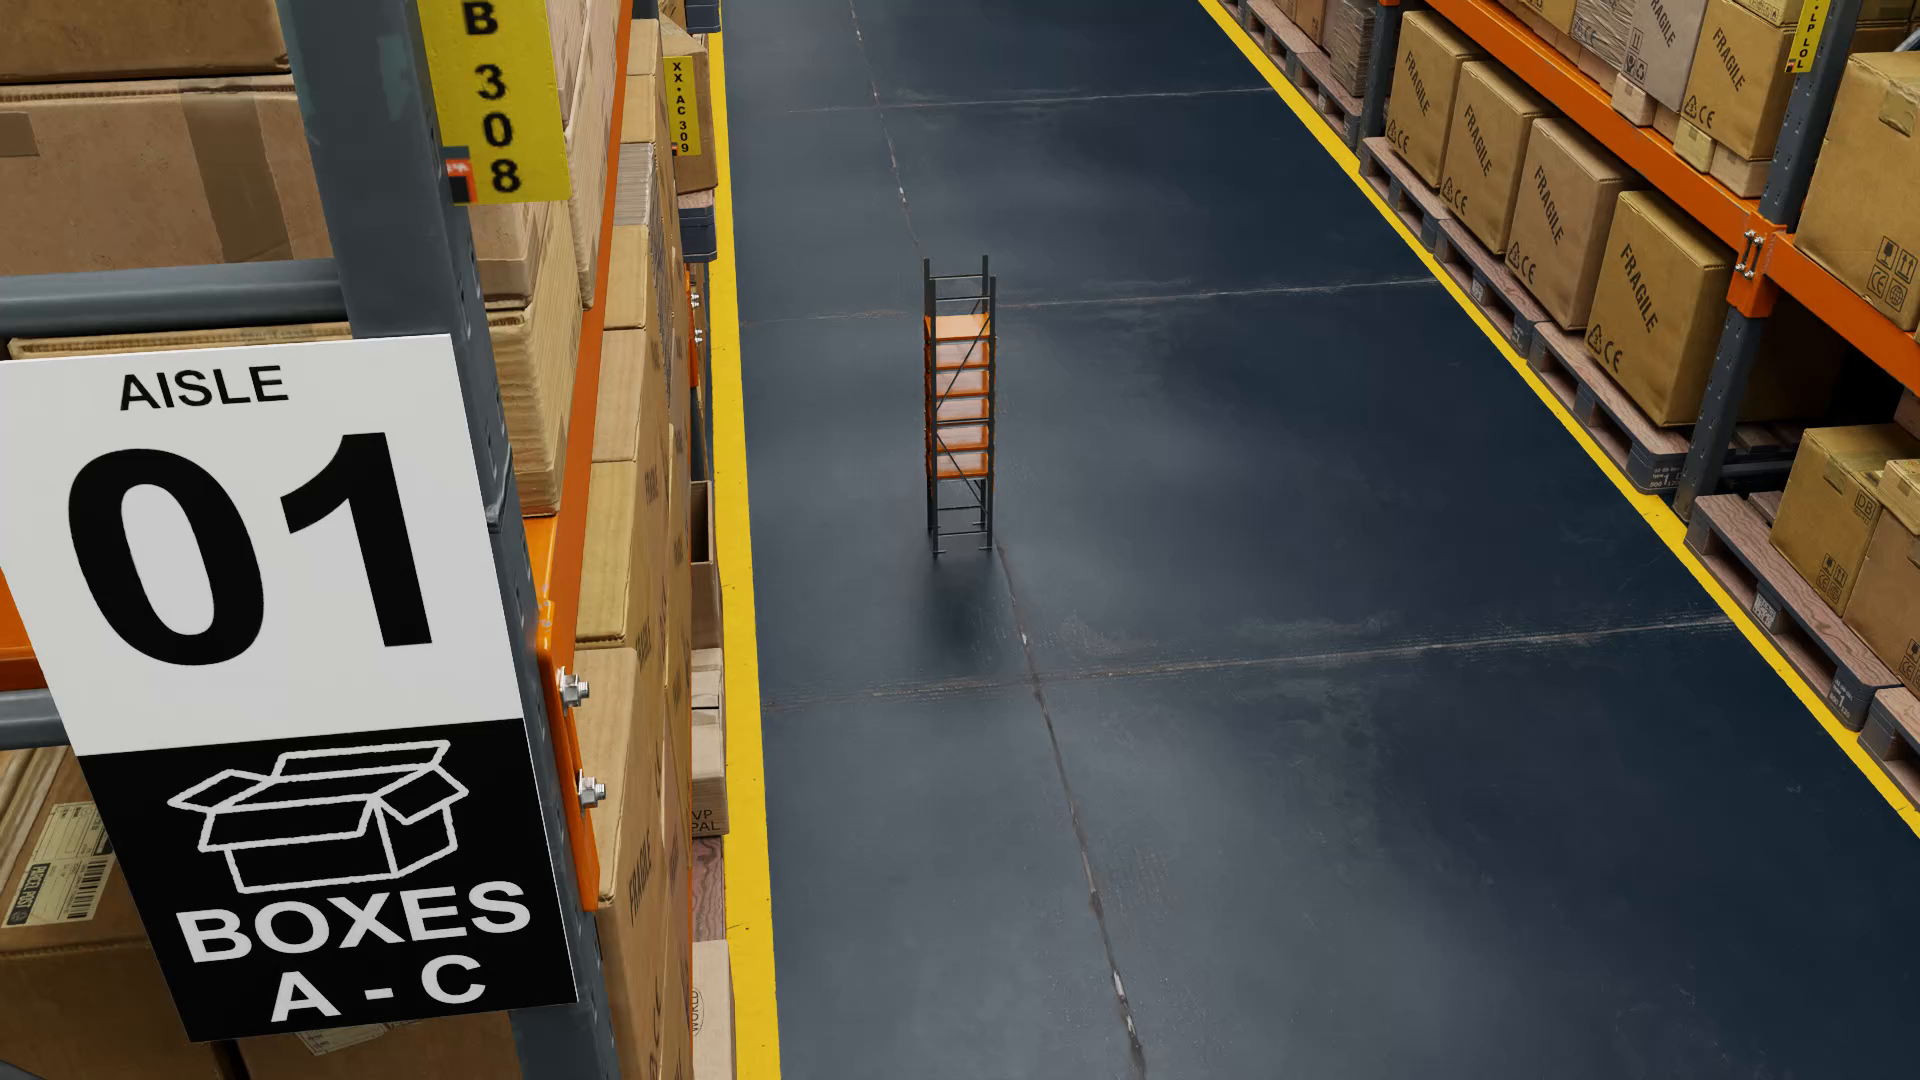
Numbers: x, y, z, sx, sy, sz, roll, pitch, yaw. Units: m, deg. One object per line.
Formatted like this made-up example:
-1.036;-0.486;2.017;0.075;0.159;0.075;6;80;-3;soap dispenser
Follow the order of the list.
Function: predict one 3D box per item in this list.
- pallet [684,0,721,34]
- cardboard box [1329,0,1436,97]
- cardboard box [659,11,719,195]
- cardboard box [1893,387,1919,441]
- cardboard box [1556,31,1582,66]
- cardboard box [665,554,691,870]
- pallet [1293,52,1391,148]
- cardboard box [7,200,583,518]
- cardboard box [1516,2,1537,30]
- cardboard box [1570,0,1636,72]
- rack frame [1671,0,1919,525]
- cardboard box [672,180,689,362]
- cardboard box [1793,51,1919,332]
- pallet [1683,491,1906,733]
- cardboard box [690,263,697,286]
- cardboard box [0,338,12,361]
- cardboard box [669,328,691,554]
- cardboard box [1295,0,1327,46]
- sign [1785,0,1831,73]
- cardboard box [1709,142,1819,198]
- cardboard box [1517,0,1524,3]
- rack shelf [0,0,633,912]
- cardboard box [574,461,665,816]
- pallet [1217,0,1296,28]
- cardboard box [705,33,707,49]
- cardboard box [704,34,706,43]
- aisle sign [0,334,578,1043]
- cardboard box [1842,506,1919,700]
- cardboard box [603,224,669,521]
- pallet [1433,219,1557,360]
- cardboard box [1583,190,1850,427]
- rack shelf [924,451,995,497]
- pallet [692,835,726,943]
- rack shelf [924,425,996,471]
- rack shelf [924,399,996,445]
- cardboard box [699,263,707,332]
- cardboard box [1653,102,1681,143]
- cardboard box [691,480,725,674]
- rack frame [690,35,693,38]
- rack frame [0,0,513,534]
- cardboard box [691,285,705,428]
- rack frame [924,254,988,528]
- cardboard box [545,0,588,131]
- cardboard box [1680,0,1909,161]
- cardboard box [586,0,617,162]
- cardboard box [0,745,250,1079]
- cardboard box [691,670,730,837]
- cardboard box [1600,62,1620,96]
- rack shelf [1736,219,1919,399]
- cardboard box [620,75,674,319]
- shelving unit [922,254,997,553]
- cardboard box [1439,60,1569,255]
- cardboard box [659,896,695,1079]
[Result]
-1.815;-2.776;8.330;1.213;0.211;1.003;-4;35;-6;pallet
2.784;-3.152;10.540;0.700;0.500;0.500;-4;34;-6;cardboard box
-1.279;-1.492;5.814;0.700;0.500;0.500;-16;37;-22;cardboard box
3.647;-0.453;6.021;0.380;0.149;0.250;-5;35;-7;cardboard box
2.993;-2.306;7.676;0.380;0.149;0.250;-3;34;-5;cardboard box
-0.837;0.360;3.470;0.500;0.500;0.500;-4;35;-7;cardboard box
2.829;-2.889;10.802;1.003;0.211;1.213;-4;35;-6;pallet
-0.717;-0.247;1.919;0.500;0.250;0.500;-4;35;-6;cardboard box
2.948;-2.593;8.096;0.380;0.149;0.250;-4;34;-6;cardboard box
3.021;-2.349;7.163;0.500;0.500;0.500;-4;35;-6;cardboard box
3.471;-1.373;6.101;1.000;3.000;0.127;-4;35;-6;rack frame
-1.116;-0.778;5.139;0.500;0.500;0.500;-4;34;-6;cardboard box
3.528;-1.193;5.571;0.980;0.700;0.700;-4;34;-6;cardboard box
3.496;0.209;6.255;1.003;0.211;1.213;-4;35;-6;pallet
-1.395;-1.301;7.159;0.500;0.250;0.500;-4;35;-6;cardboard box
-1.230;-0.208;1.861;0.500;0.250;0.500;-4;35;-6;cardboard box
-0.974;-0.204;4.296;0.500;0.500;0.500;-4;34;-5;cardboard box
2.735;-3.723;11.379;0.700;0.500;0.500;-5;35;-7;cardboard box
2.934;-1.772;5.729;0.100;0.325;0.005;-4;35;-6;sign
3.145;-1.445;6.412;0.380;0.149;0.250;-4;34;-6;cardboard box
2.871;-2.917;7.997;0.500;0.500;0.500;-5;35;-7;cardboard box
-1.168;-0.822;3.268;1.077;0.370;4.000;-4;35;-6;rack shelf
-0.776;0.223;2.782;0.500;0.500;0.500;-4;34;-6;cardboard box
2.501;-4.251;12.800;1.003;0.211;1.213;-4;35;-6;pallet
-1.968;-3.436;11.197;0.500;0.250;0.500;-4;34;-5;cardboard box
-1.900;-3.389;10.630;0.500;0.311;0.500;-5;35;-8;cardboard box
-0.599;0.178;1.517;0.394;0.787;0.004;-4;35;-6;aisle sign
3.534;0.192;5.651;0.700;0.500;0.500;-5;35;-7;cardboard box
-0.907;-0.340;3.608;0.500;0.500;0.500;-5;35;-7;cardboard box
3.125;-1.328;8.511;1.003;0.211;1.213;-4;35;-6;pallet
3.255;-1.011;7.106;0.750;0.750;0.750;-4;34;-6;cardboard box
-0.002;-0.269;6.584;0.258;0.103;0.180;-4;35;-6;rack shelf
-1.179;1.222;4.769;1.003;0.211;1.213;-4;35;-6;pallet
-0.002;-0.368;6.517;0.258;0.103;0.180;-4;35;-6;rack shelf
-0.002;-0.467;6.449;0.258;0.103;0.180;-4;35;-6;rack shelf
-1.471;-1.291;7.811;0.500;0.500;0.500;-6;35;-8;cardboard box
3.097;-1.732;6.833;0.380;0.149;0.250;-3;34;-5;cardboard box
-1.080;0.152;5.693;0.500;0.500;0.500;-4;35;-6;cardboard box
-1.975;-3.228;8.823;1.000;3.000;0.127;-4;35;-6;rack frame
-0.899;-1.243;0.583;1.000;3.000;0.127;-4;35;-6;rack frame
-1.344;-0.730;6.986;0.500;0.500;0.500;-4;34;-6;cardboard box
-0.014;-0.555;6.499;0.240;1.200;0.006;-4;35;-6;rack frame
-0.771;-0.734;2.189;0.500;0.250;0.500;-4;35;-6;cardboard box
3.159;-1.784;6.334;0.500;0.500;0.500;-5;35;-7;cardboard box
-0.840;-0.806;2.739;0.500;0.250;0.500;-4;35;-6;cardboard box
-1.232;0.554;2.296;0.500;0.500;0.500;-5;35;-7;cardboard box
-0.979;0.648;5.132;0.500;0.311;0.500;-4;35;-6;cardboard box
3.036;-2.016;7.250;0.380;0.149;0.250;-4;35;-6;cardboard box
3.740;0.040;4.666;1.077;0.370;4.000;-4;35;-6;rack shelf
-1.041;-0.902;4.433;0.500;0.500;0.500;-5;35;-7;cardboard box
-0.002;-0.504;6.424;0.258;1.200;0.189;-4;35;-6;shelving unit
3.013;-1.981;8.529;0.750;0.750;0.750;-5;35;-7;cardboard box
-0.698;0.927;2.637;0.500;0.500;0.500;-4;34;-5;cardboard box
